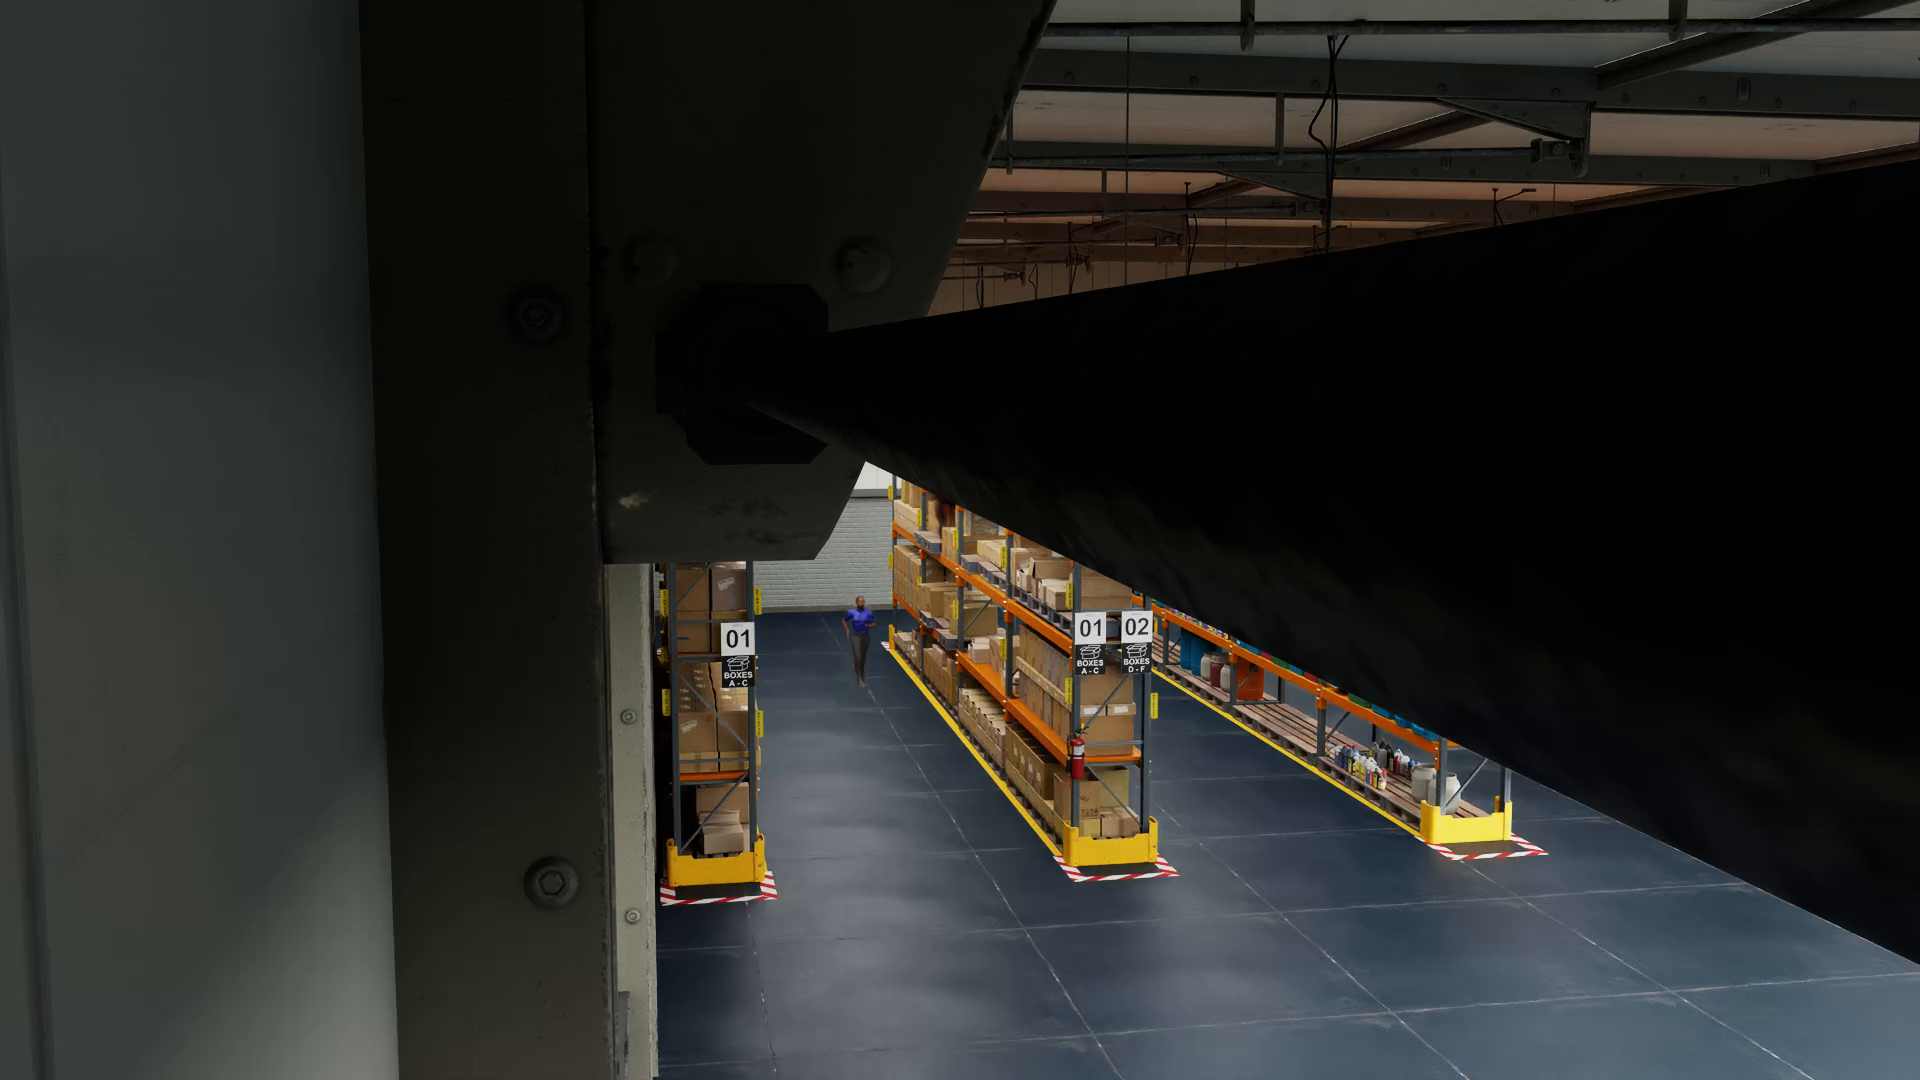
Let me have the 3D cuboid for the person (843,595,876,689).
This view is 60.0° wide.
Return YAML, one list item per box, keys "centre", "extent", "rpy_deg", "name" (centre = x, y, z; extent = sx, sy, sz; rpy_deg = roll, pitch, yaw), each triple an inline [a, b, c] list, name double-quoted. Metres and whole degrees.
- centre: [-1.841, 1.871, 30.828]
  extent: [0.569, 1.690, 0.860]
  rpy_deg: [-2, 7, -19]
  name: "person"
